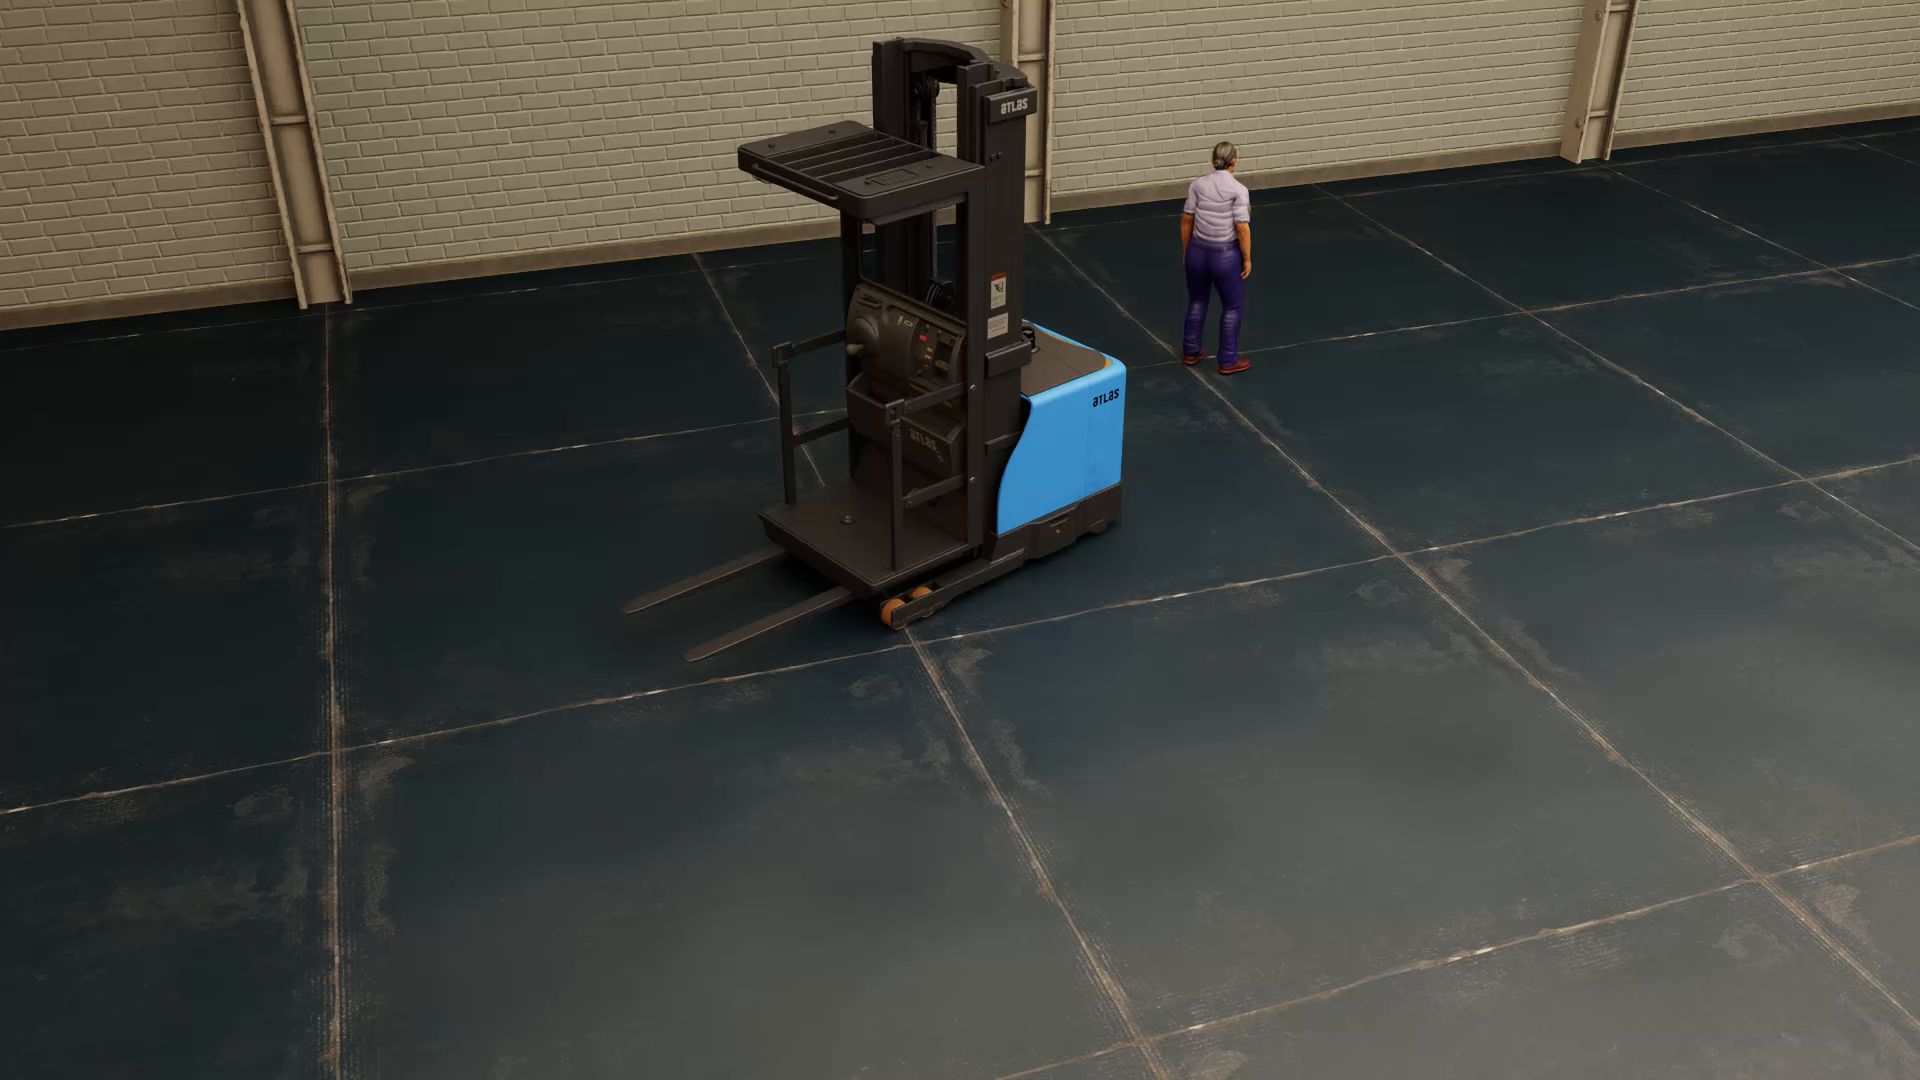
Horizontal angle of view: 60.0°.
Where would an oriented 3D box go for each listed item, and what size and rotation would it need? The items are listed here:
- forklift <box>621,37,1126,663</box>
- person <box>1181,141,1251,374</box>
[{"bbox_3d":[-0.461,-1.072,8.951,3.031,2.935,1.130,-23,37,-34],"label":"forklift"},{"bbox_3d":[1.835,-2.002,11.866,0.561,1.638,0.376,18,35,28],"label":"person"}]
